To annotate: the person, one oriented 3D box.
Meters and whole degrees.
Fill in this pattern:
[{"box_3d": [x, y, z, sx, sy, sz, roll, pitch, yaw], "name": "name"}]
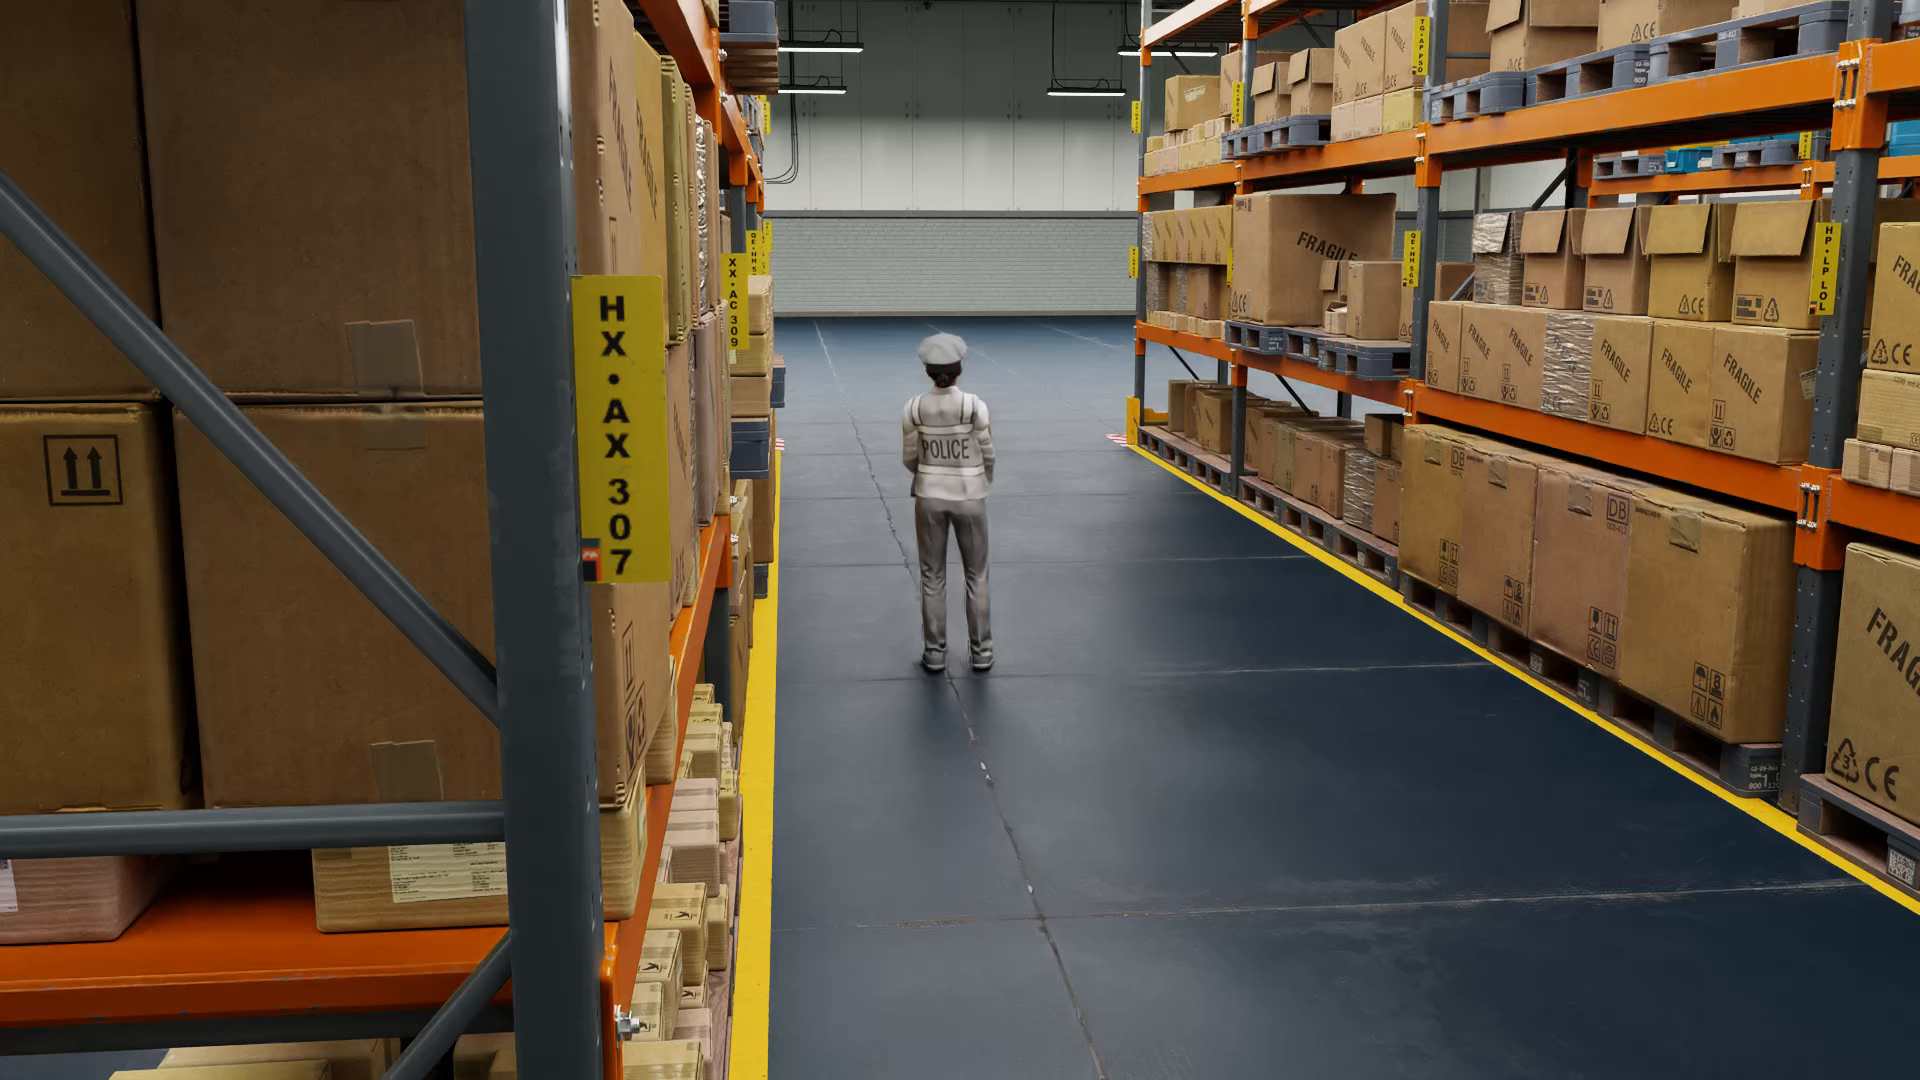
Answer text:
[{"box_3d": [-0.049, -0.192, 8.372, 0.471, 1.700, 0.543, 2, 10, 10], "name": "person"}]
